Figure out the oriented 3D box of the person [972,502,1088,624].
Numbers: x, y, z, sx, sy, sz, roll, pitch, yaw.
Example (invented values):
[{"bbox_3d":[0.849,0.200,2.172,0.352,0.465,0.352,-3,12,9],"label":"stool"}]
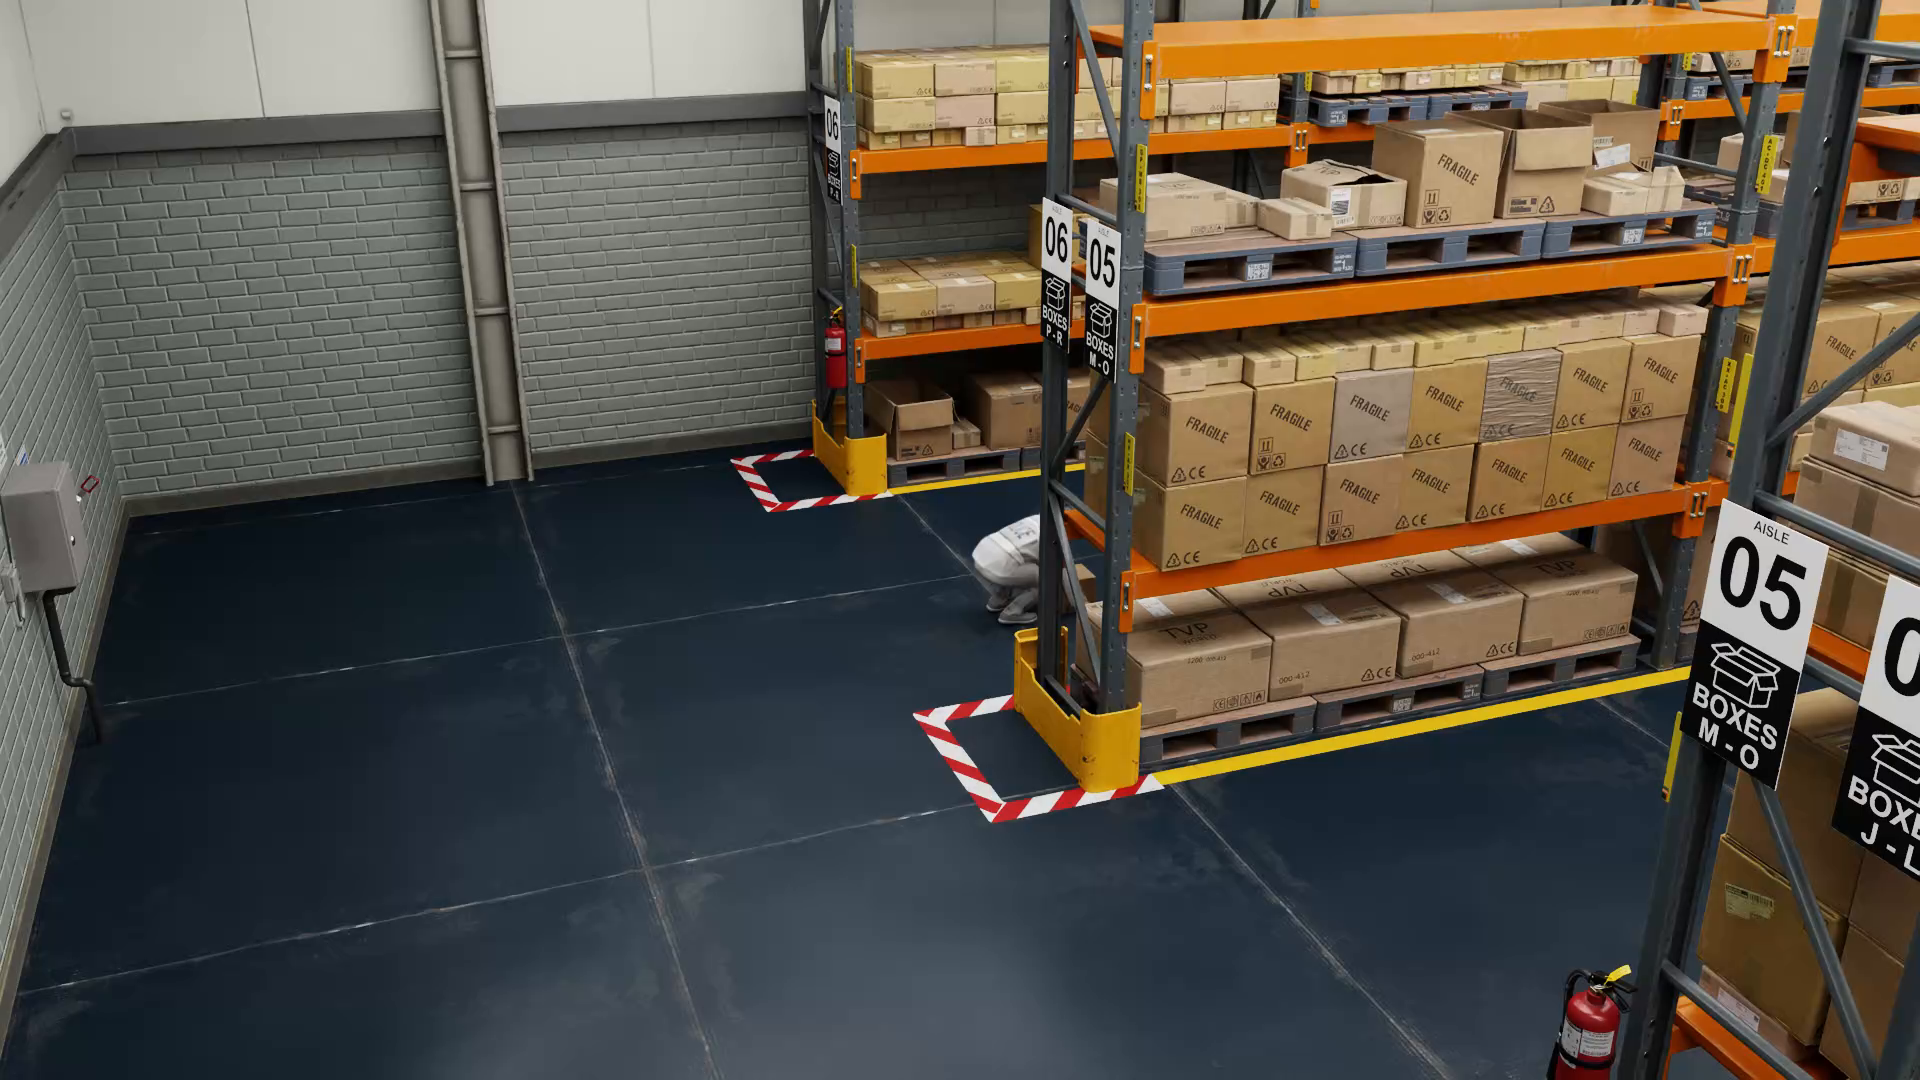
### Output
[{"bbox_3d":[0.523,0.172,11.628,0.898,0.823,0.465,-9,24,-20],"label":"person"}]
